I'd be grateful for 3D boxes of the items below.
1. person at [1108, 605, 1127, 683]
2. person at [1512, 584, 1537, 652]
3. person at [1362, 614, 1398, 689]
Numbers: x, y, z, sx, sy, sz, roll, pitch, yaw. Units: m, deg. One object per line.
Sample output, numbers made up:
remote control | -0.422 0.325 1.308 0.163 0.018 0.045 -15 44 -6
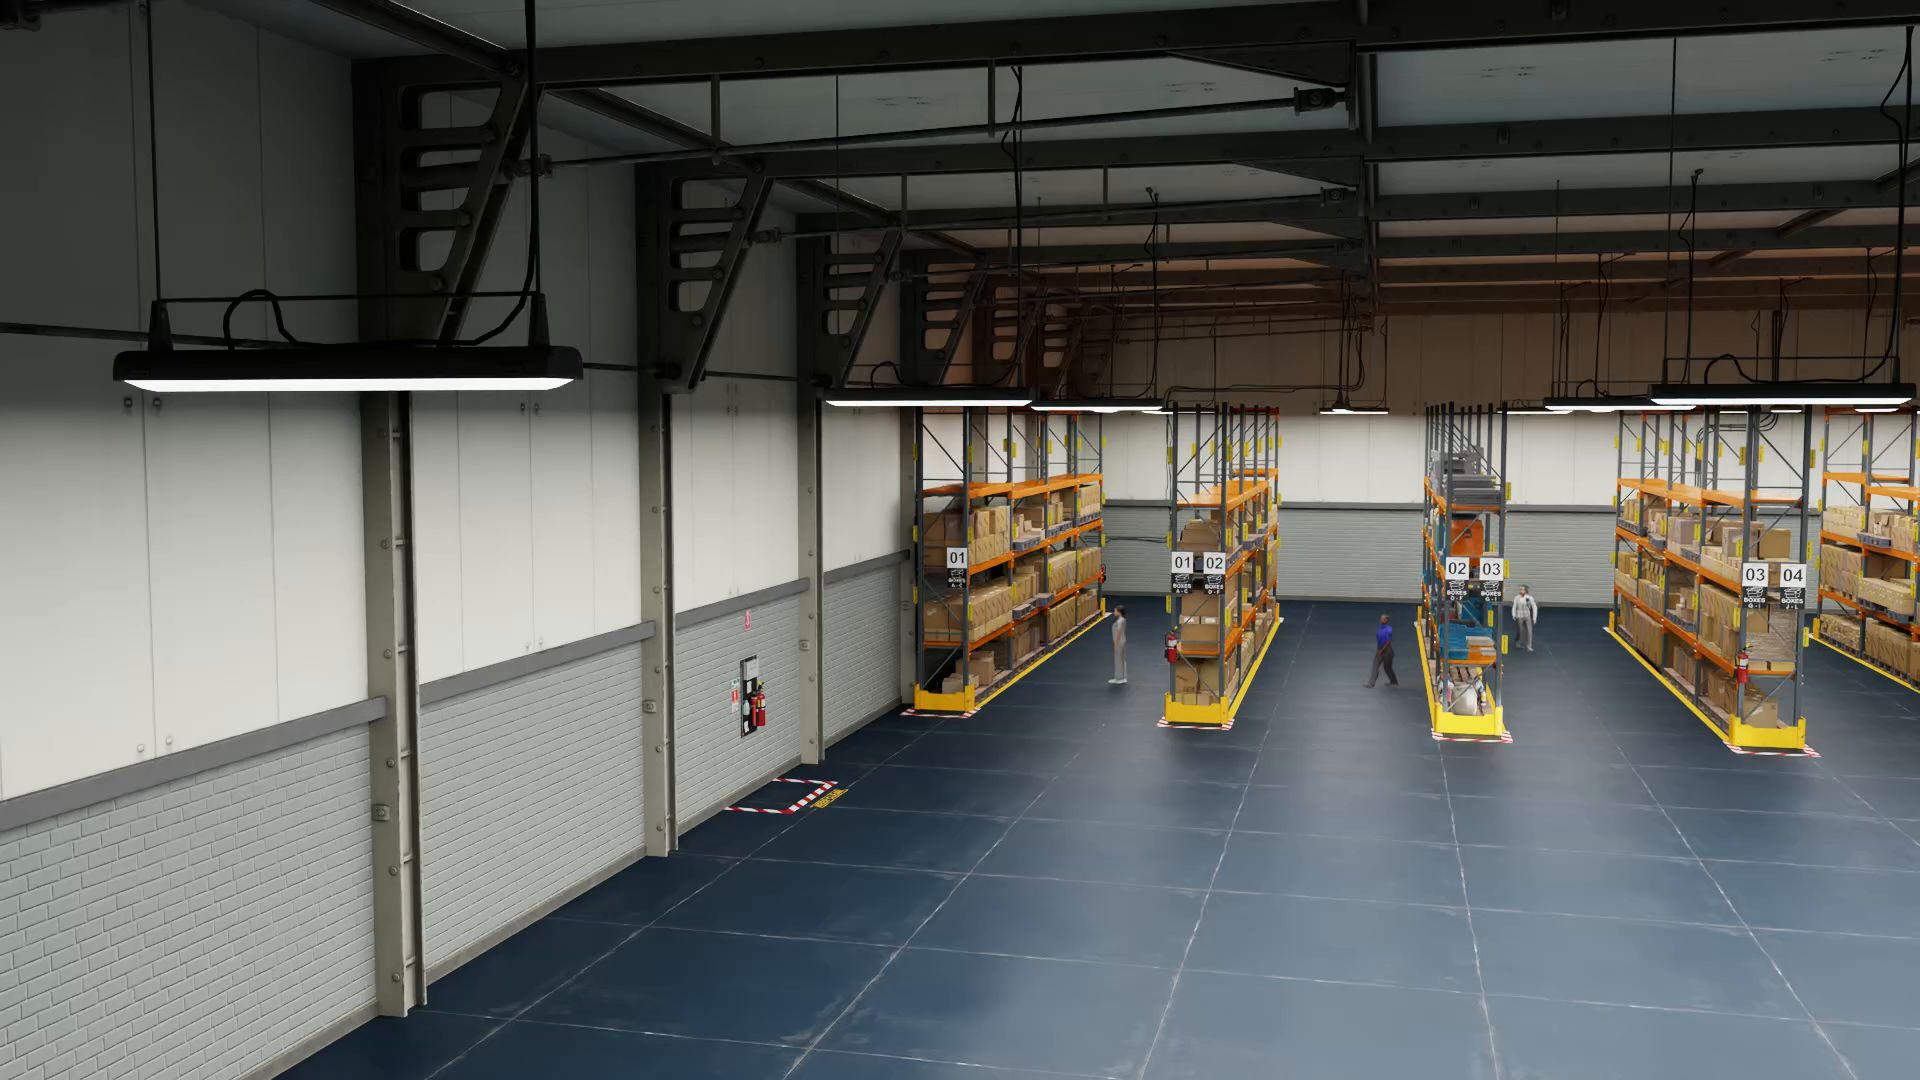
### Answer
person | 3.395 2.241 35.739 0.376 1.683 0.515 1 4 13
person | 13.820 1.897 40.746 0.592 1.648 0.926 0 4 7
person | 8.859 2.334 34.851 0.961 1.582 0.461 -2 5 -30
